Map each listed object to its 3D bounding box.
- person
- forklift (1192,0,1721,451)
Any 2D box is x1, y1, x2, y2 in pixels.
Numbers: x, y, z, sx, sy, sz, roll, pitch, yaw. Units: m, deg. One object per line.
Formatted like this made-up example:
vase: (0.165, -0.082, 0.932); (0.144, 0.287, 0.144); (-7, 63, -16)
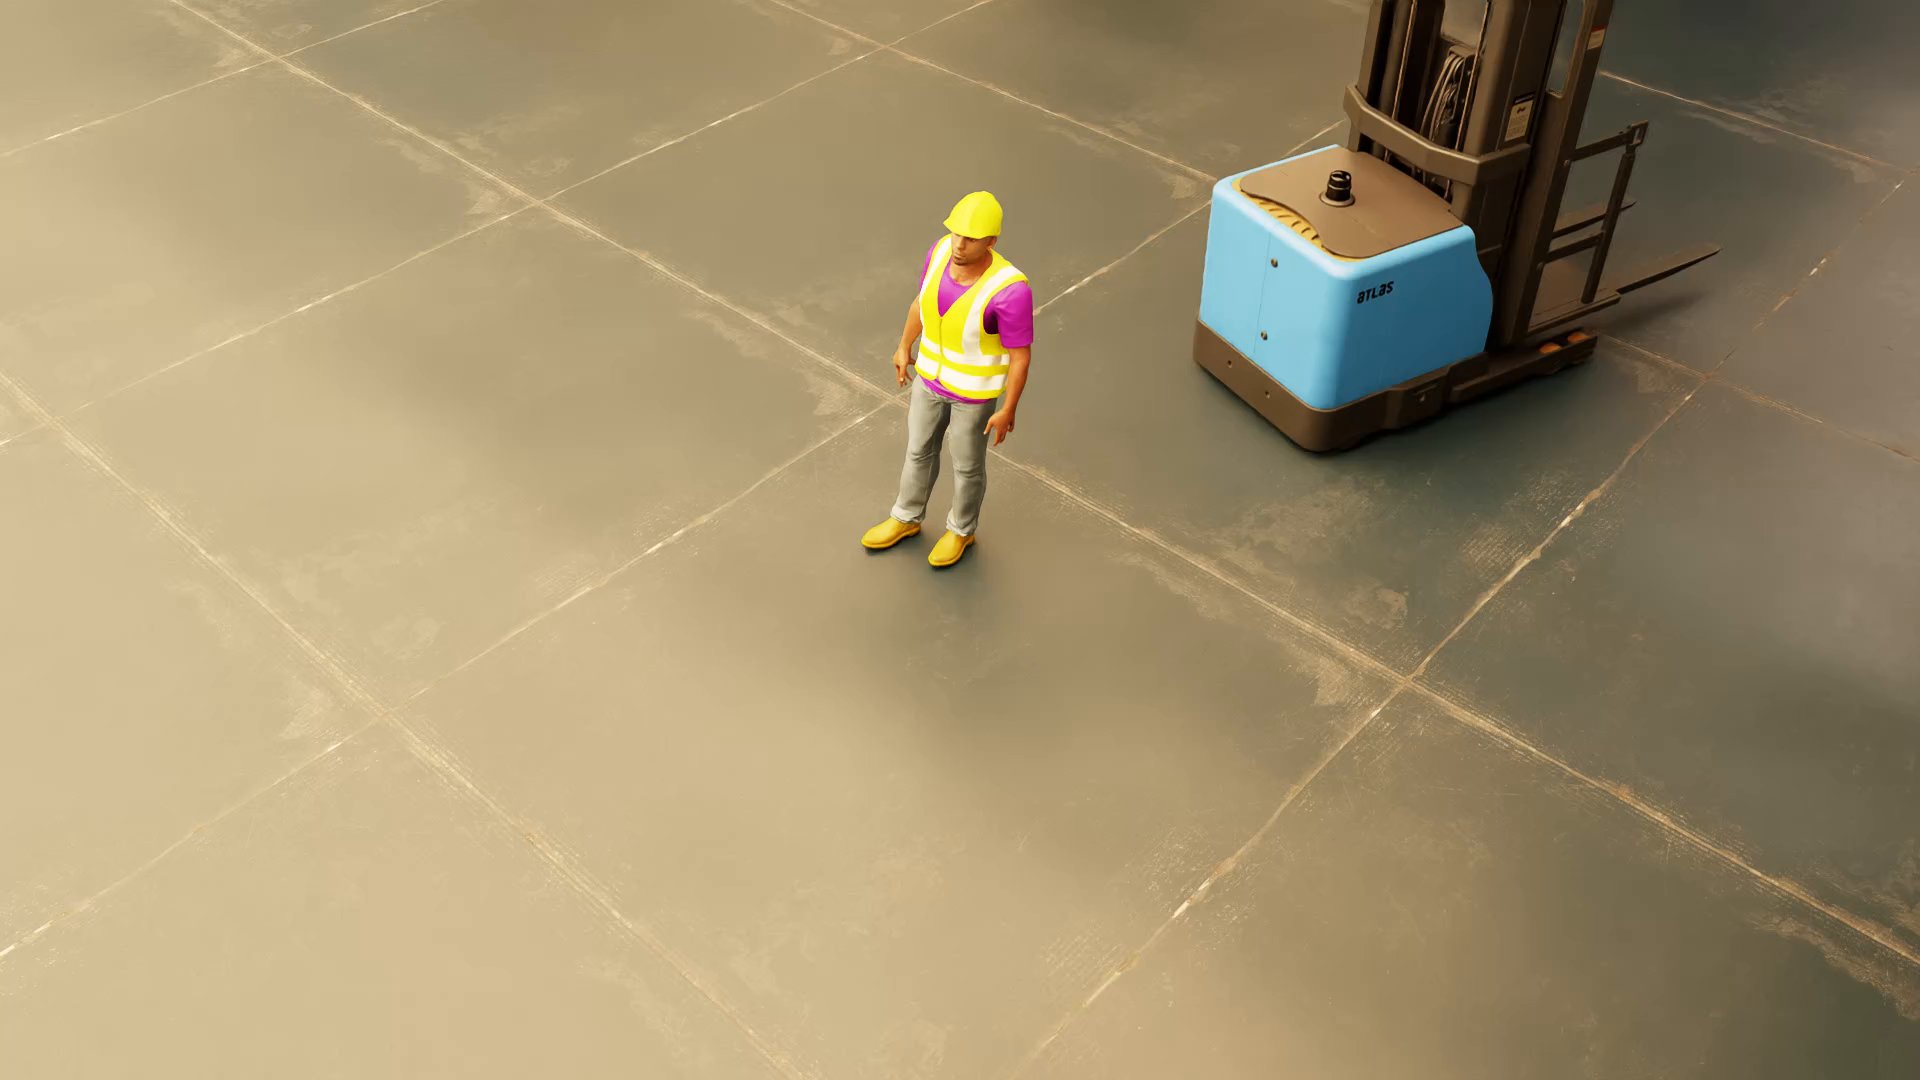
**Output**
person: (-0.051, -0.642, 7.065); (0.666, 1.761, 0.575); (31, 49, 31)
forklift: (2.748, -2.254, 8.055); (3.031, 2.935, 1.130); (-21, 45, -22)
